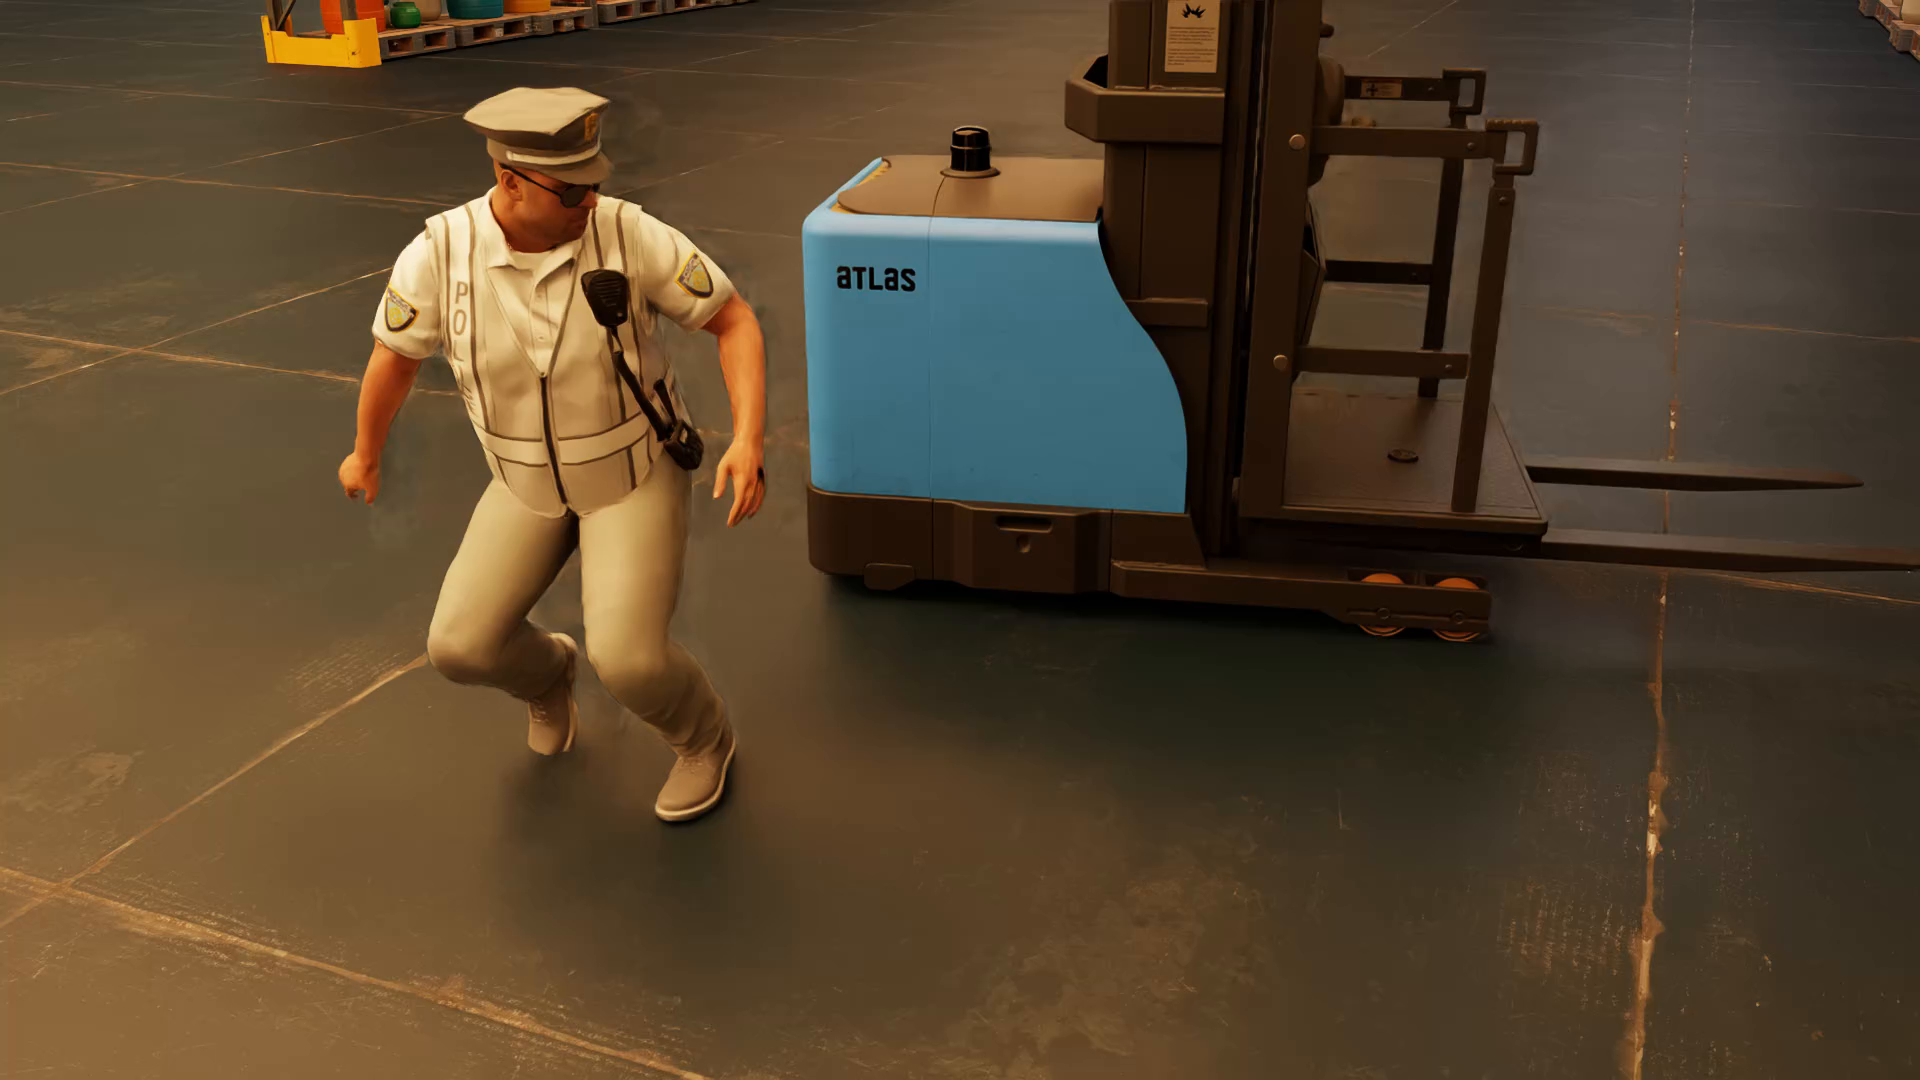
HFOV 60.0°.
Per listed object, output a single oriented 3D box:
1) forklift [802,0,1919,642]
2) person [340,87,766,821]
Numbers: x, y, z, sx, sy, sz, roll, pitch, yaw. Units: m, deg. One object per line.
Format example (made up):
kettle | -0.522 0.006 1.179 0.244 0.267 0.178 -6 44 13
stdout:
forklift | 1.131 -1.301 4.406 3.031 2.935 1.130 4 23 9
person | -0.859 -0.135 3.477 0.973 1.612 0.568 2 23 5
